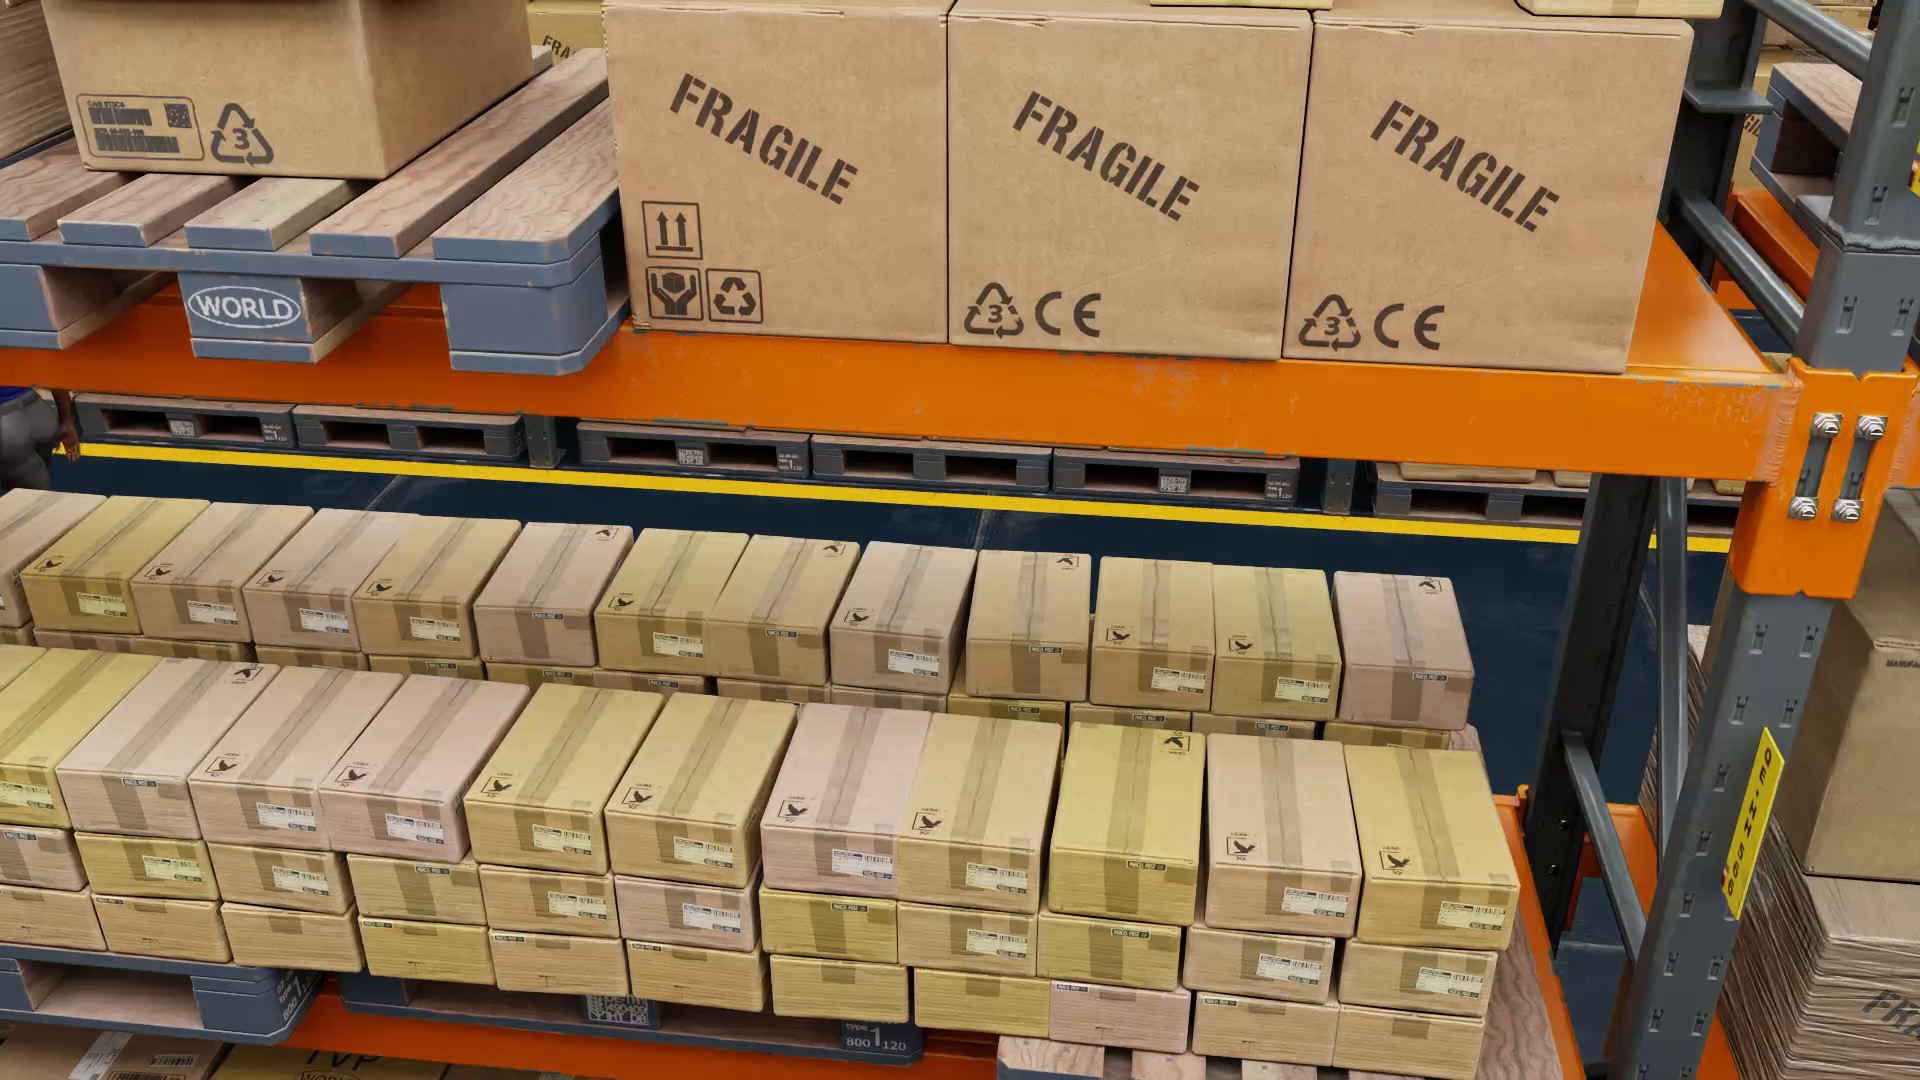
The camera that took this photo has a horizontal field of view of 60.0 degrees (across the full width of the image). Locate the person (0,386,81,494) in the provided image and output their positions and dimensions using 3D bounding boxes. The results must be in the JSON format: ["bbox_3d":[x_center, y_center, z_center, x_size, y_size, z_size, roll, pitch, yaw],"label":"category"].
[{"bbox_3d":[-4.048,-0.462,6.958,0.930,1.609,0.458,8,30,15],"label":"person"}]
